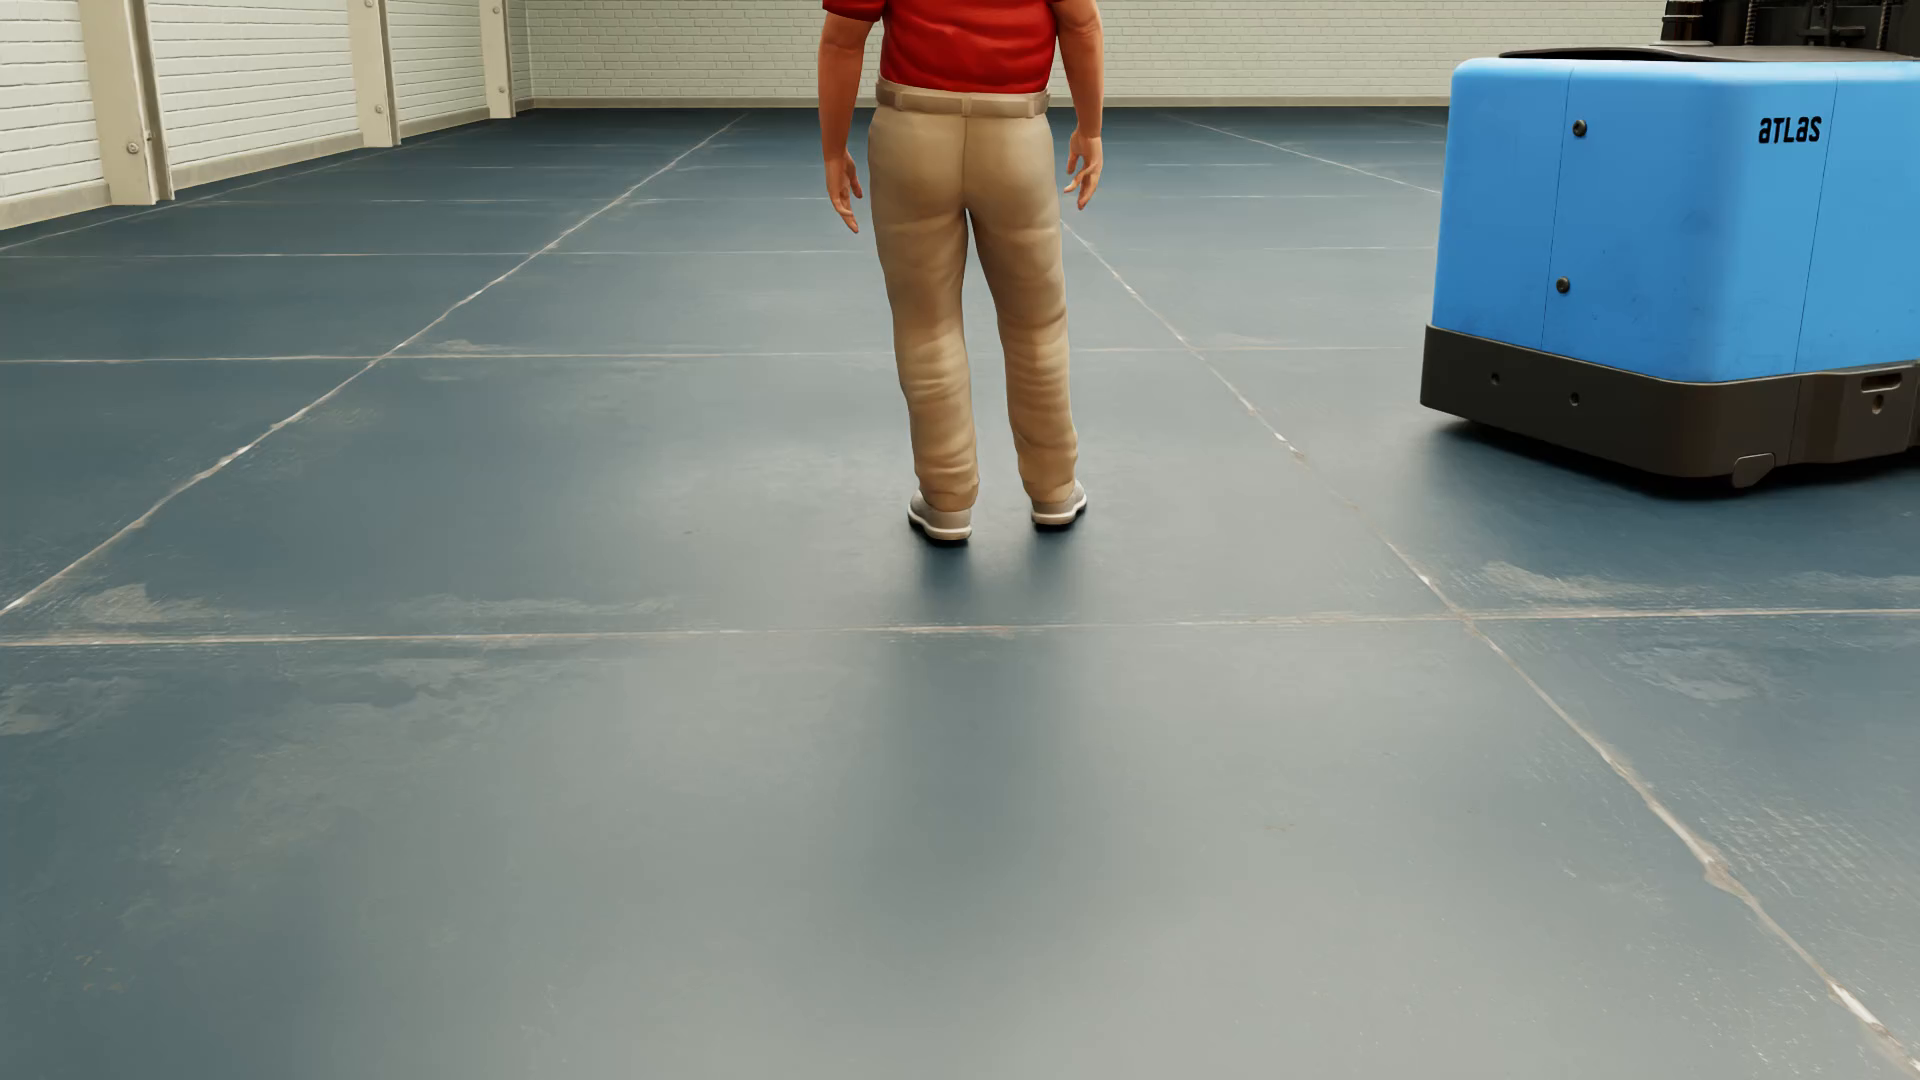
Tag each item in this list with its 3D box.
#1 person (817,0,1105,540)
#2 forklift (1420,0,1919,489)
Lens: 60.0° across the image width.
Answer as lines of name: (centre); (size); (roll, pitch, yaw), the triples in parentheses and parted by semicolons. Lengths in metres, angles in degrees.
person: (0.008, -0.860, 3.749); (0.640, 1.727, 0.551); (-1, 17, -3)
forklift: (2.947, -1.805, 4.807); (3.031, 2.935, 1.130); (-8, 19, -24)
